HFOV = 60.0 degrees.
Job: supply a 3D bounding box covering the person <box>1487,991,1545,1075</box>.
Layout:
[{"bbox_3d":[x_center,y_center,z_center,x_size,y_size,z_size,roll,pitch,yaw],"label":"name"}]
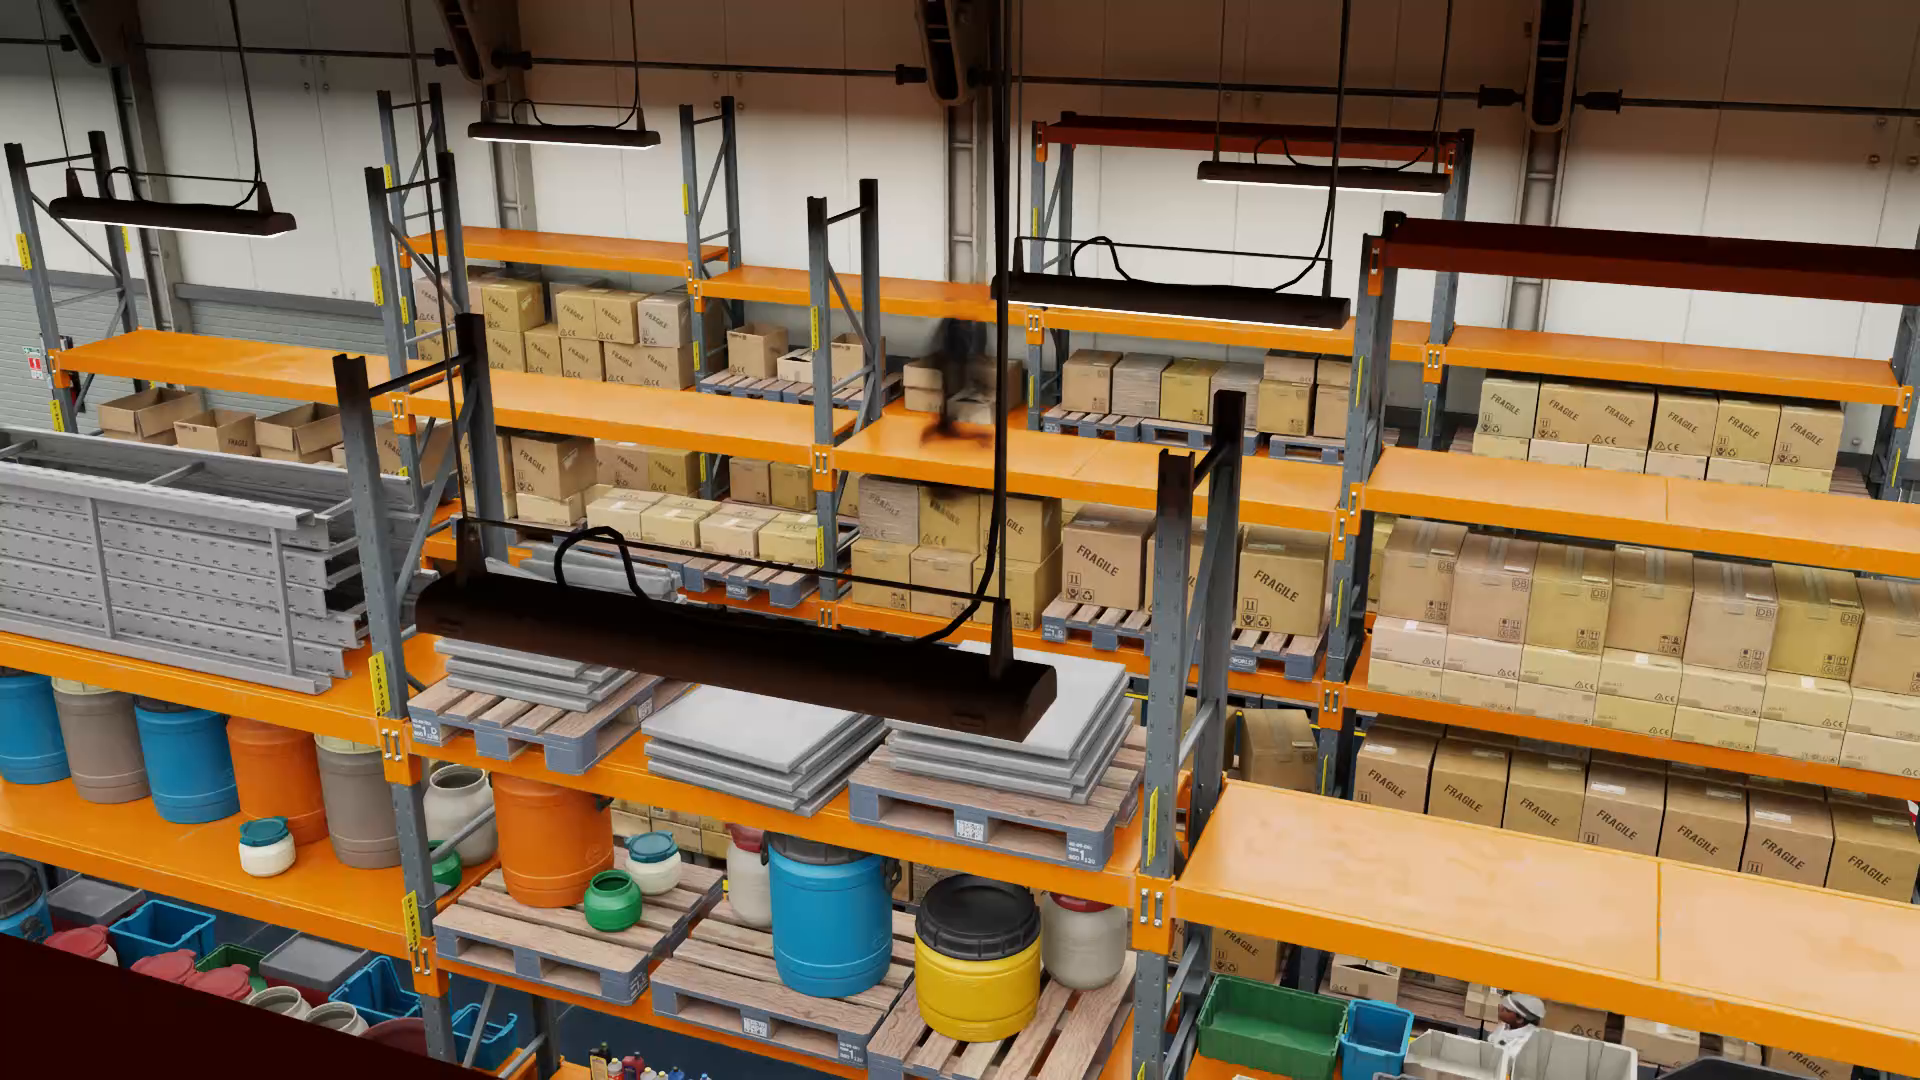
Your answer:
[{"bbox_3d":[3.559,3.578,10.669,0.589,1.655,0.563,5,21,12],"label":"person"}]
